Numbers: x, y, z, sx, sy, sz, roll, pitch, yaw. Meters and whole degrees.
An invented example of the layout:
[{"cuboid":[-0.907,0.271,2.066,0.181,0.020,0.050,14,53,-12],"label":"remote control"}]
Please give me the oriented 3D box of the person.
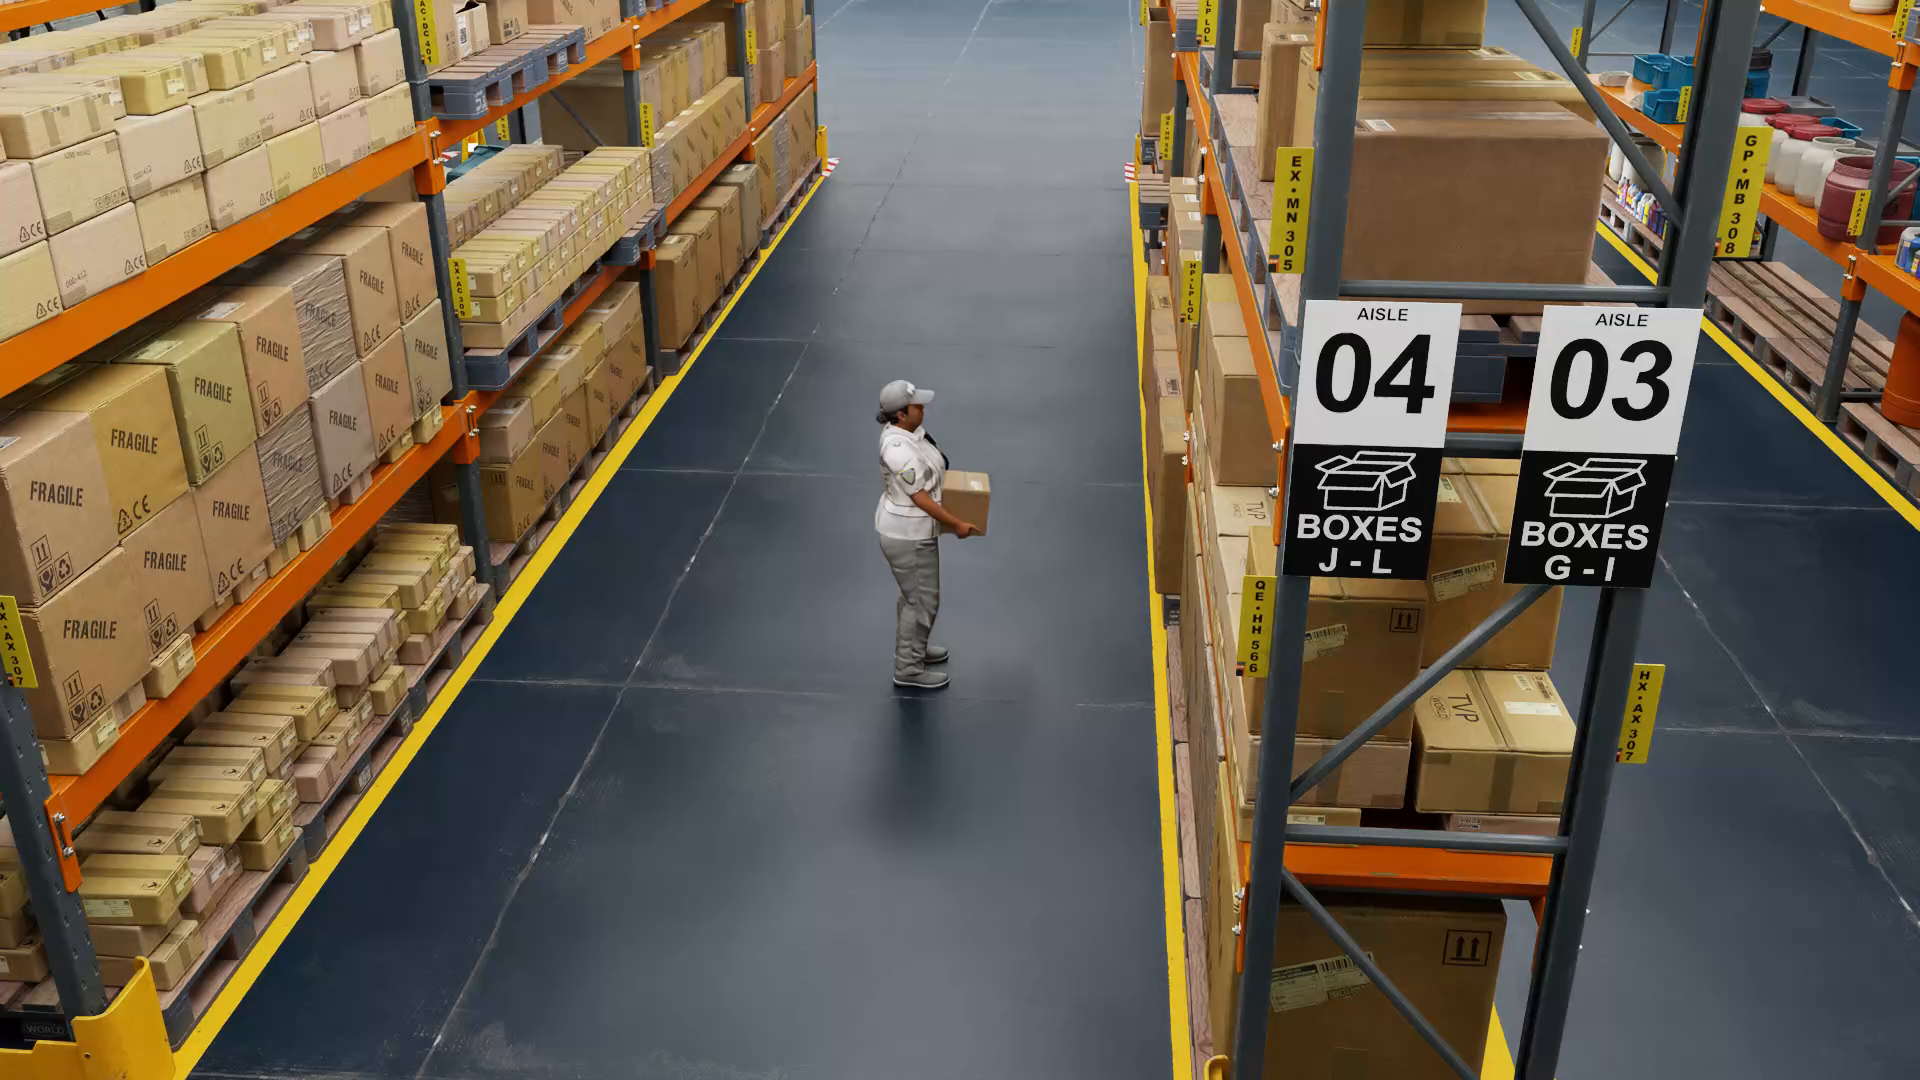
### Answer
[{"cuboid":[-0.165,-0.043,8.707,0.522,1.653,0.453,-1,25,-2],"label":"person"}]
